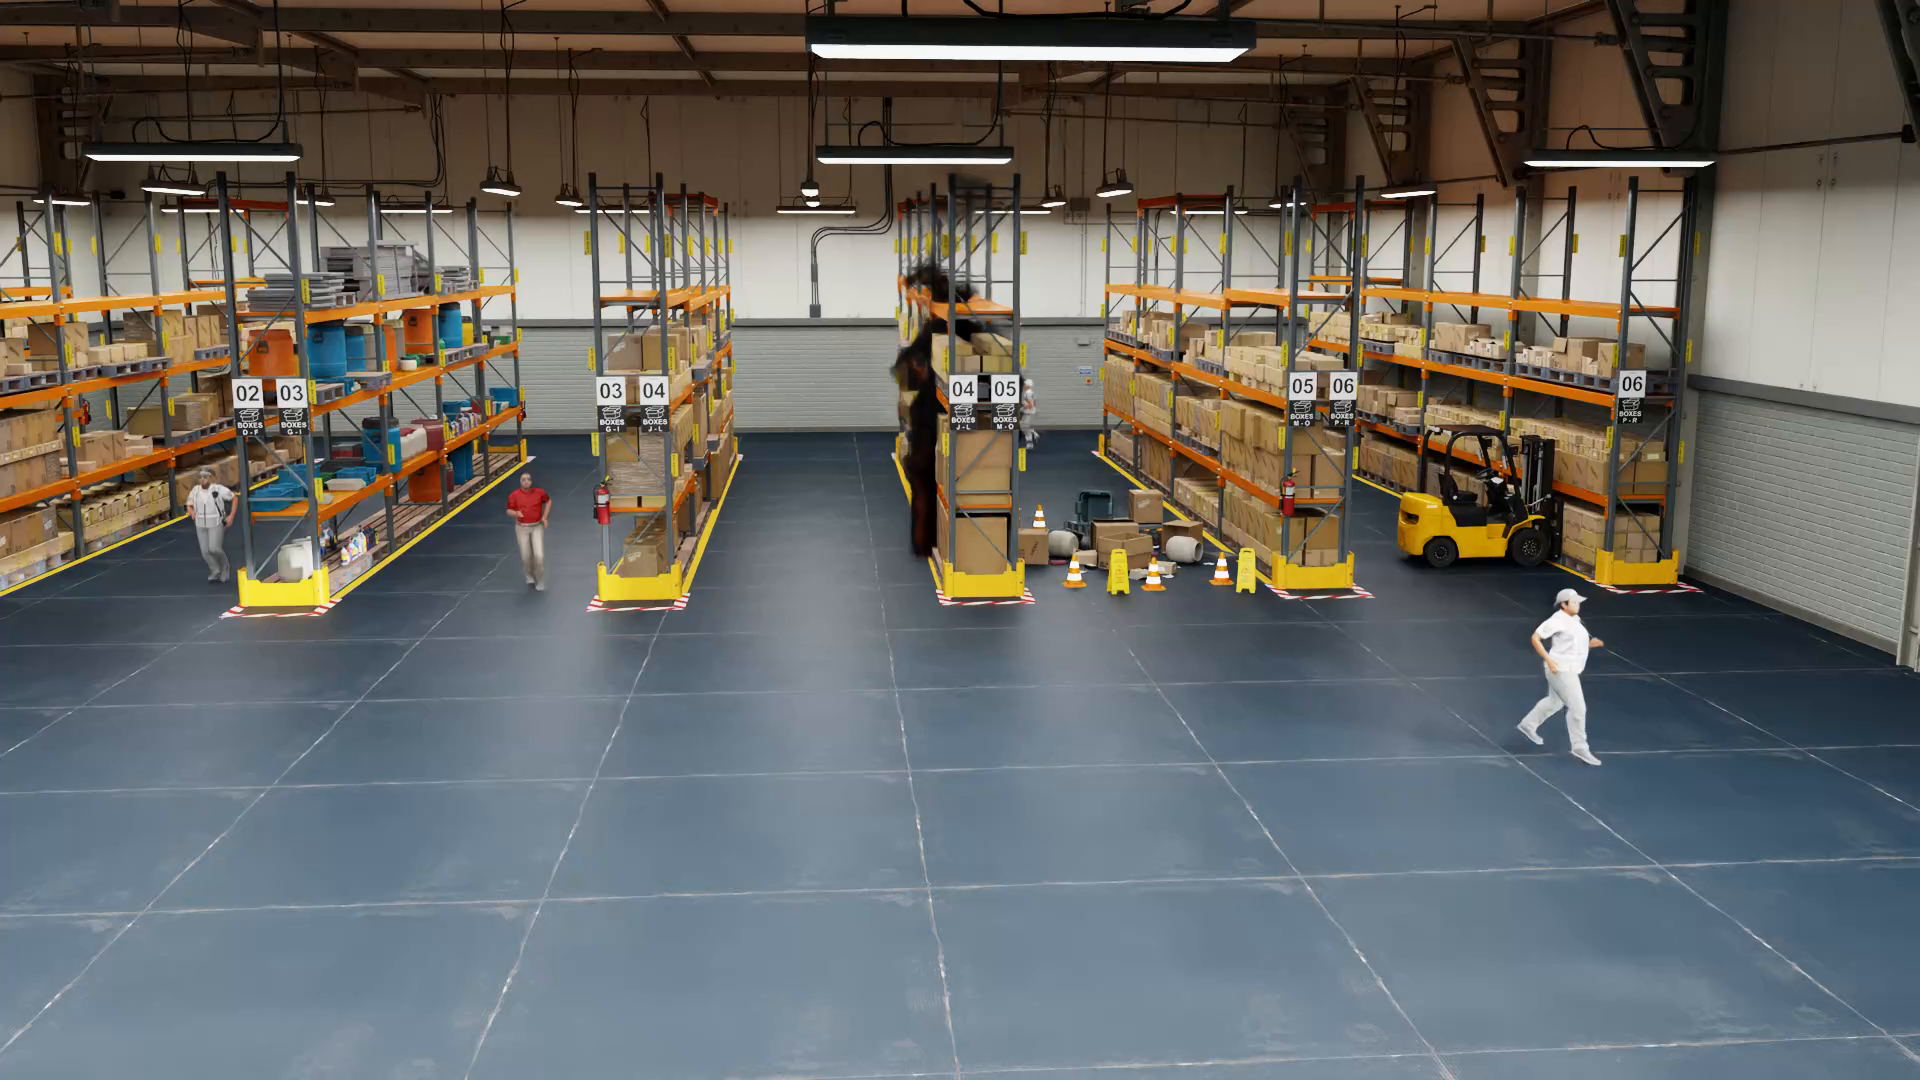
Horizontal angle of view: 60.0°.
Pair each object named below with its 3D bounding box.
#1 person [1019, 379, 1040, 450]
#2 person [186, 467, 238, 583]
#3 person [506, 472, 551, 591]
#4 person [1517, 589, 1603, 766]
[{"bbox_3d":[1.695,-3.119,41.354,0.628,1.751,0.643,0,10,2],"label":"person"},{"bbox_3d":[-11.220,-0.214,24.887,0.684,1.776,0.646,-1,10,-3],"label":"person"},{"bbox_3d":[-6.331,-0.106,24.463,0.638,1.786,0.750,-2,10,-12],"label":"person"},{"bbox_3d":[5.959,1.313,16.416,0.861,1.695,0.591,7,12,35],"label":"person"}]
